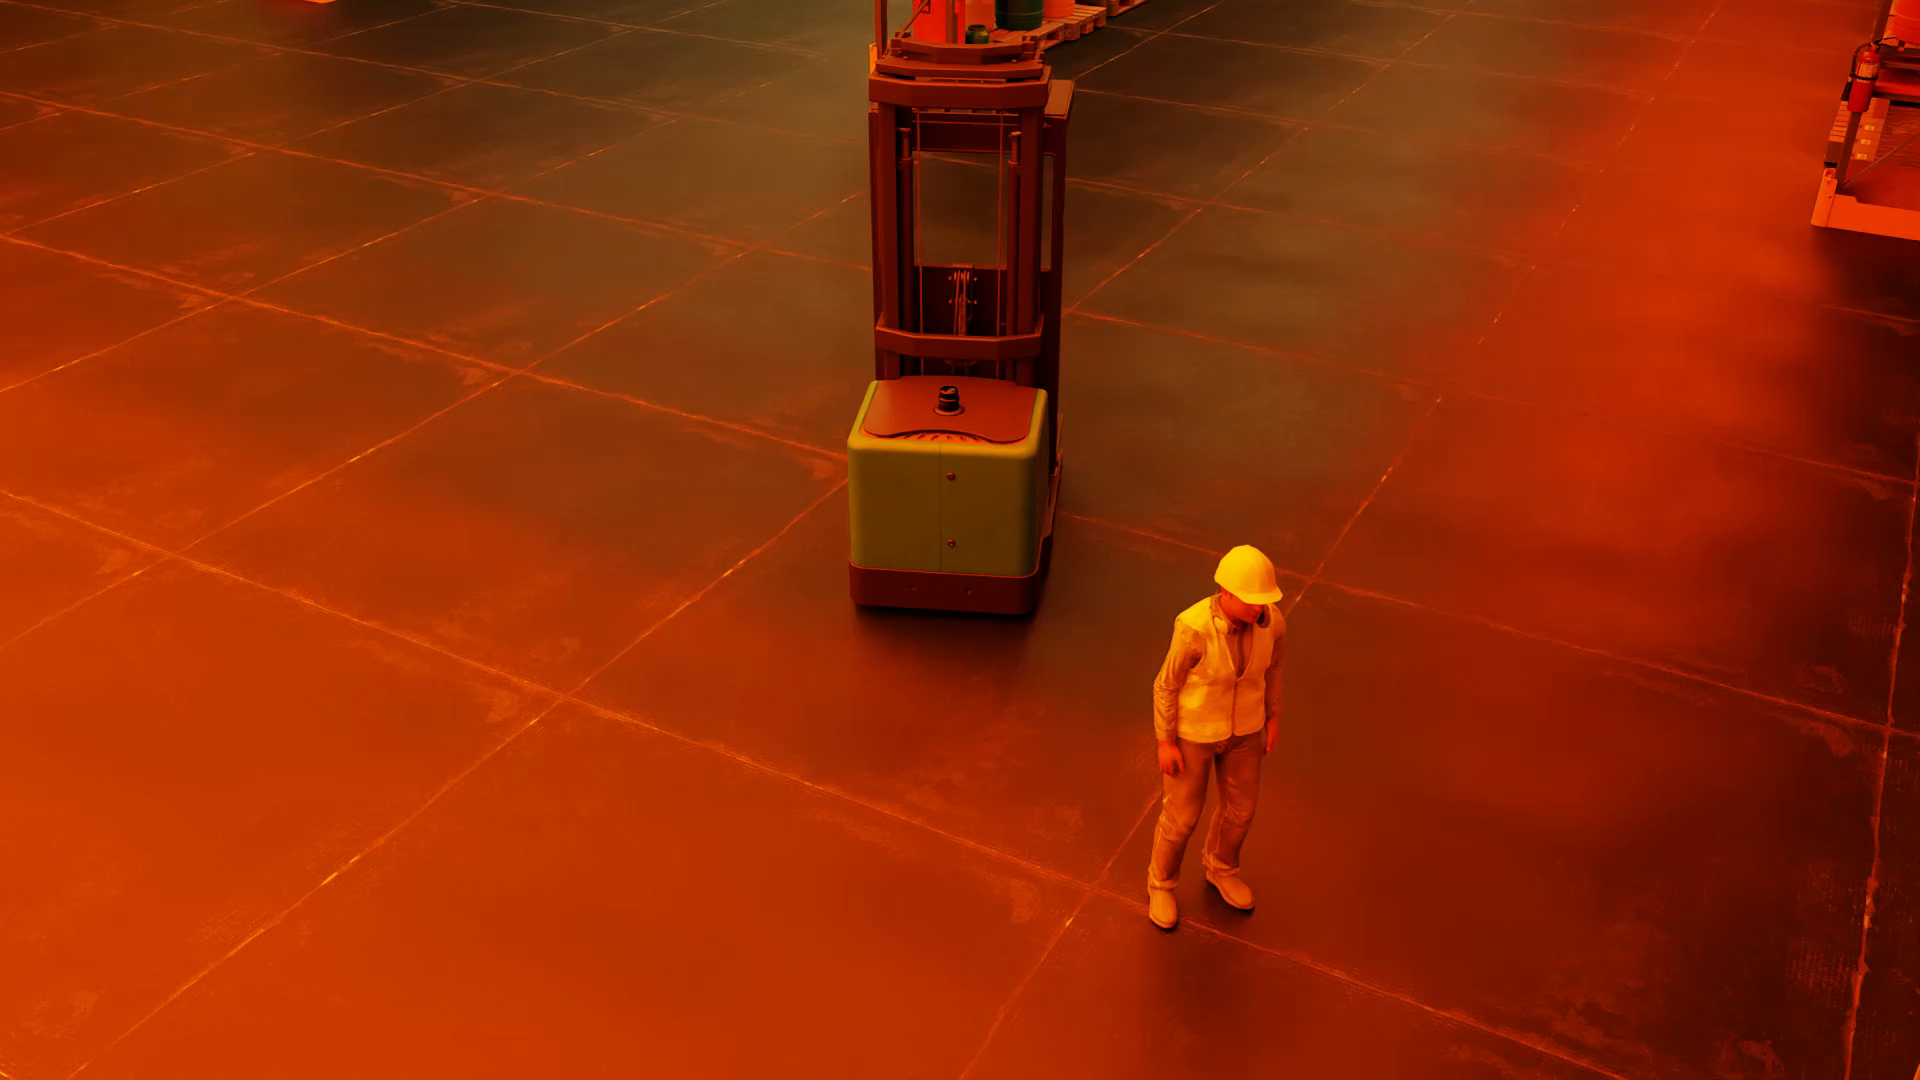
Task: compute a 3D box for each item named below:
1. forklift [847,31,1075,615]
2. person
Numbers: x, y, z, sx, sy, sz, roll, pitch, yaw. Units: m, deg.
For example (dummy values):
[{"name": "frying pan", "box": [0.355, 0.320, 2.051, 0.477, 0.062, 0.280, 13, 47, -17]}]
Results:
[{"name": "forklift", "box": [0.072, -1.572, 9.794, 1.130, 2.935, 3.031, 3, 30, 6]}, {"name": "person", "box": [1.061, 0.783, 6.876, 0.582, 1.771, 0.465, -11, 32, -18]}]
